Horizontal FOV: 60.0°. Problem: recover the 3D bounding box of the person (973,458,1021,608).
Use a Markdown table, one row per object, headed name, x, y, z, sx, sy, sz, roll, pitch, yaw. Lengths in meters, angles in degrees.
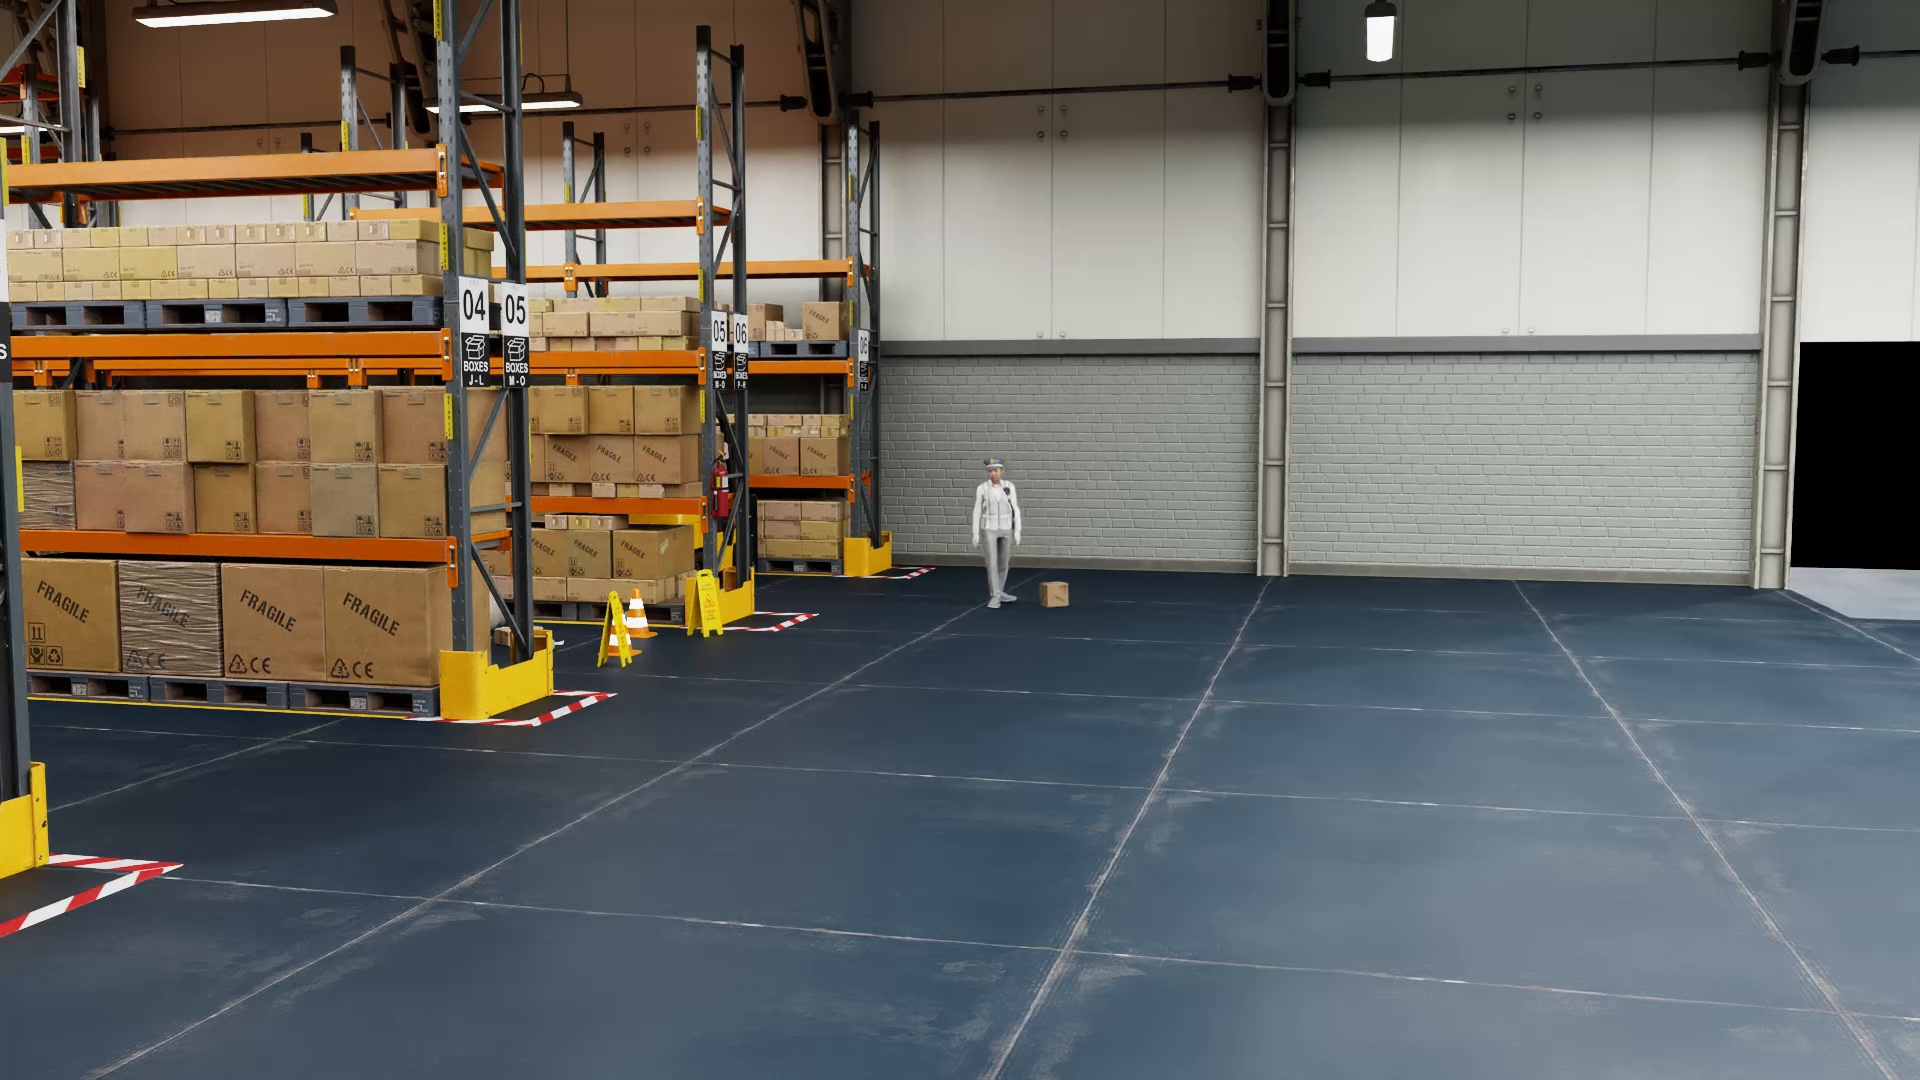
| name | x | y | z | sx | sy | sz | roll | pitch | yaw |
| --- | --- | --- | --- | --- | --- | --- | --- | --- | --- |
| person | 0.401 | -0.092 | 18.571 | 0.536 | 1.667 | 0.569 | -1 | 5 | -10 |
